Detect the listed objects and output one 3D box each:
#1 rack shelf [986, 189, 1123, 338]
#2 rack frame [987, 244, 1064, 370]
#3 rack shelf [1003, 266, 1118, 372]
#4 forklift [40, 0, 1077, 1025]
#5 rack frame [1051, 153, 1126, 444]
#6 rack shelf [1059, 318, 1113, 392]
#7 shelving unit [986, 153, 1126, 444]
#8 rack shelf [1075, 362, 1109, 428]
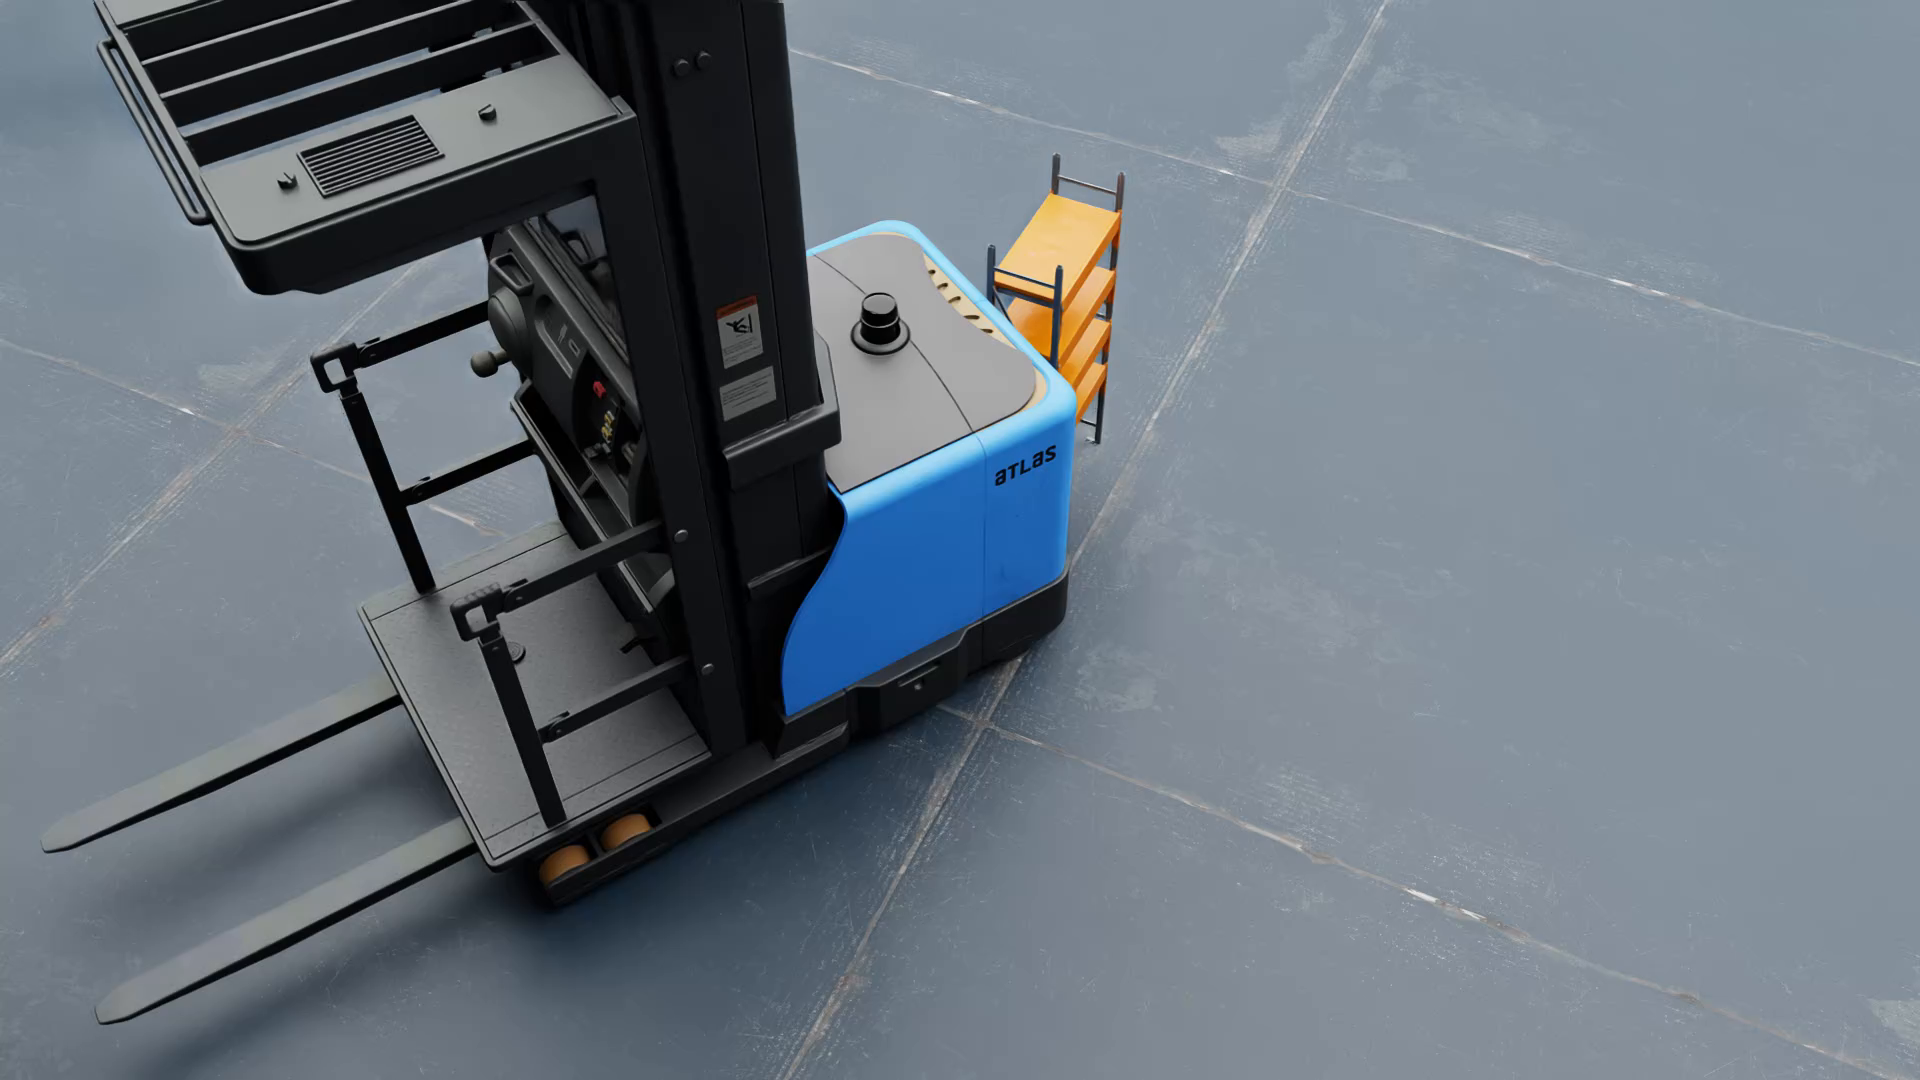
[{"bbox_3d":[0.297,-0.867,5.184,0.258,0.148,0.480,20,52,16],"label":"rack shelf"},{"bbox_3d":[0.192,-0.445,5.341,0.240,1.200,0.015,20,52,16],"label":"rack frame"},{"bbox_3d":[0.297,-0.714,5.364,0.258,0.148,0.480,20,52,16],"label":"rack shelf"},{"bbox_3d":[-1.169,-0.366,4.137,3.031,2.935,1.130,-26,54,-20],"label":"forklift"},{"bbox_3d":[0.402,-0.780,5.626,0.240,1.200,0.015,20,52,16],"label":"rack frame"},{"bbox_3d":[0.297,-0.569,5.535,0.258,0.148,0.480,20,52,16],"label":"rack shelf"},{"bbox_3d":[0.297,-0.613,5.483,0.258,1.200,0.503,20,52,16],"label":"shelving unit"},{"bbox_3d":[0.297,-0.440,5.686,0.258,0.148,0.480,20,52,16],"label":"rack shelf"}]
